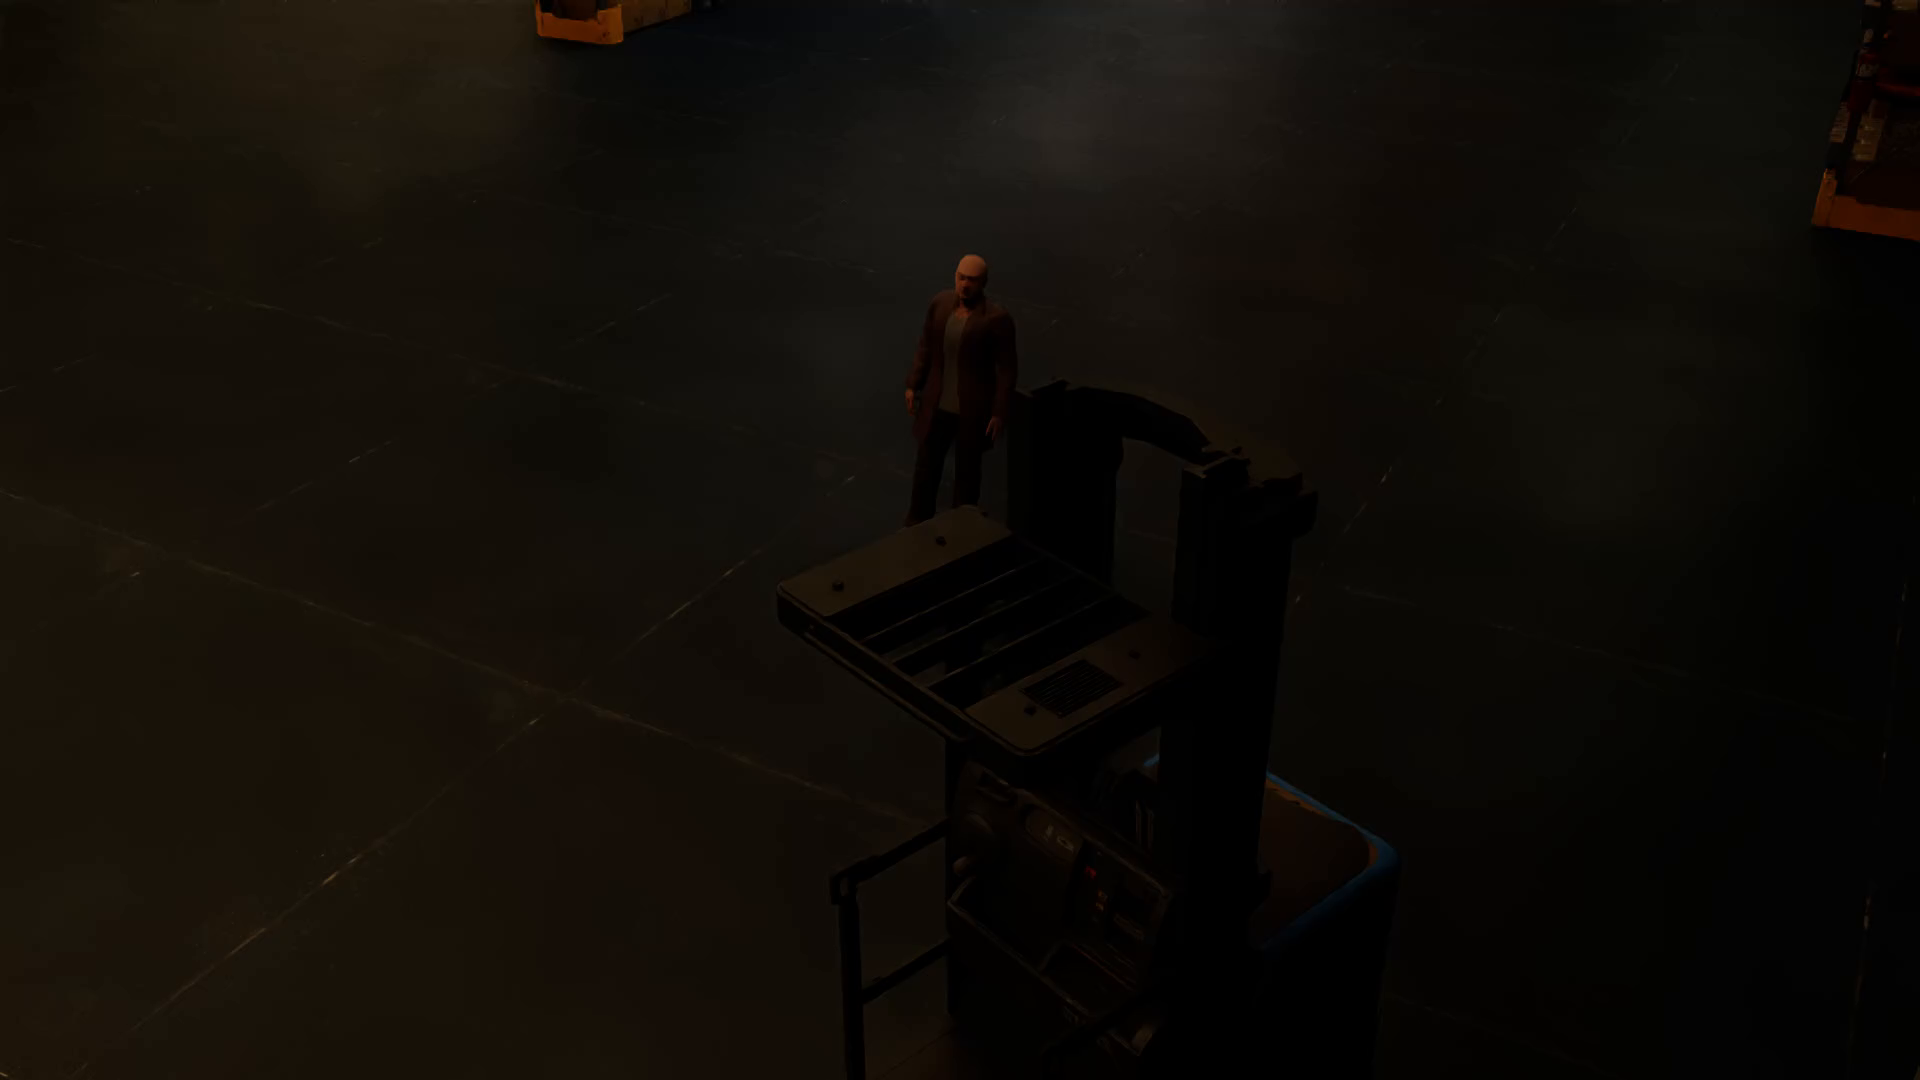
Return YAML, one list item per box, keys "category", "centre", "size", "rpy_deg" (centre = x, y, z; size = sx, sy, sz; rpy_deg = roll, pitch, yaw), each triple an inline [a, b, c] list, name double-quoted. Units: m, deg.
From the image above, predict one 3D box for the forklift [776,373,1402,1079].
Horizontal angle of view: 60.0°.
- category: "forklift"
  centre: [0.153, 1.074, 5.209]
  size: [3.031, 2.935, 1.130]
  rpy_deg: [-24, 37, -35]

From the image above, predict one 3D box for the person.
- category: "person"
  centre: [-0.048, -0.737, 9.488]
  size: [0.694, 1.776, 0.580]
  rpy_deg: [15, 33, 25]
